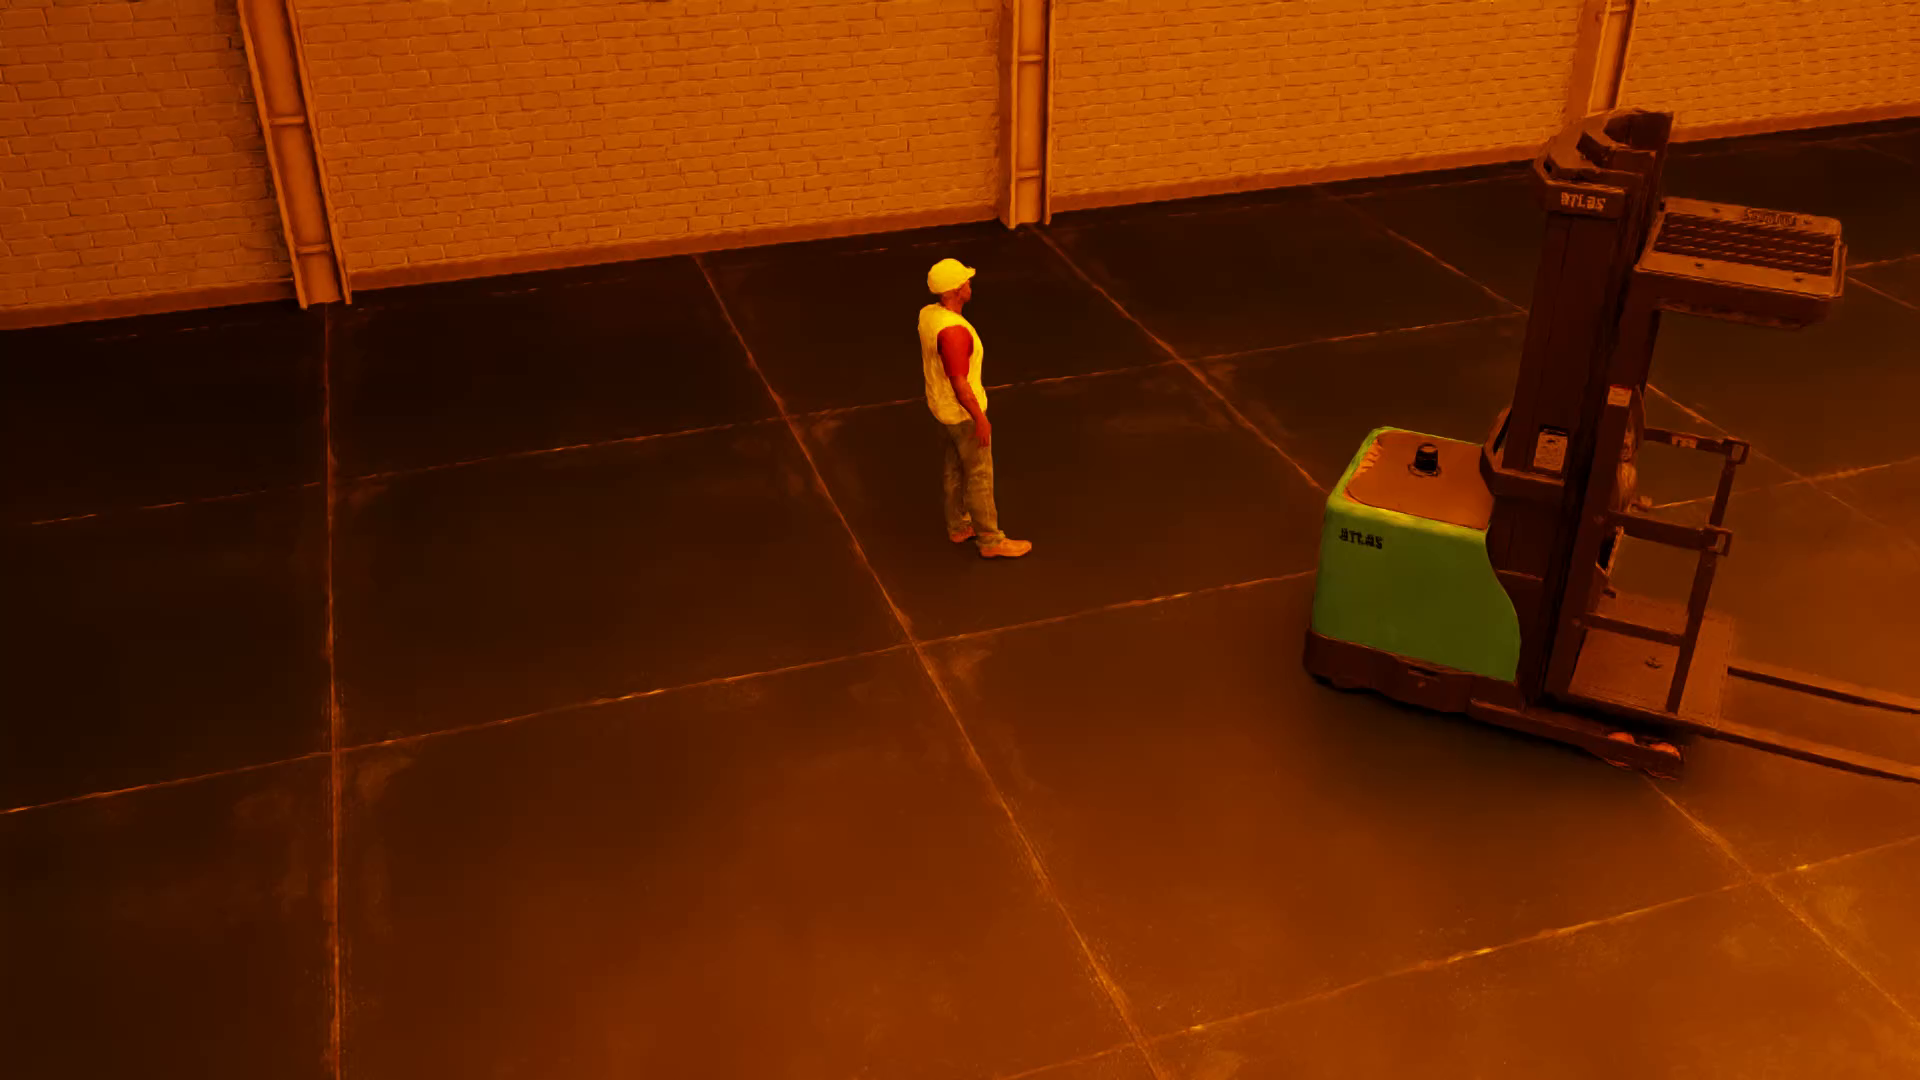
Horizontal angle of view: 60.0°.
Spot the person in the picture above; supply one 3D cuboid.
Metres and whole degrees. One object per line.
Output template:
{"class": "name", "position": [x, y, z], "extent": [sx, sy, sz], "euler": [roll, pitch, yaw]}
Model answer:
{"class": "person", "position": [0.068, -0.780, 9.597], "extent": [0.576, 1.766, 0.665], "euler": [-10, 31, -16]}

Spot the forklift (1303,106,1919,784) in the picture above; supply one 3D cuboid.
{"class": "forklift", "position": [3.359, -0.427, 7.829], "extent": [3.031, 2.935, 1.130], "euler": [14, 33, 23]}
